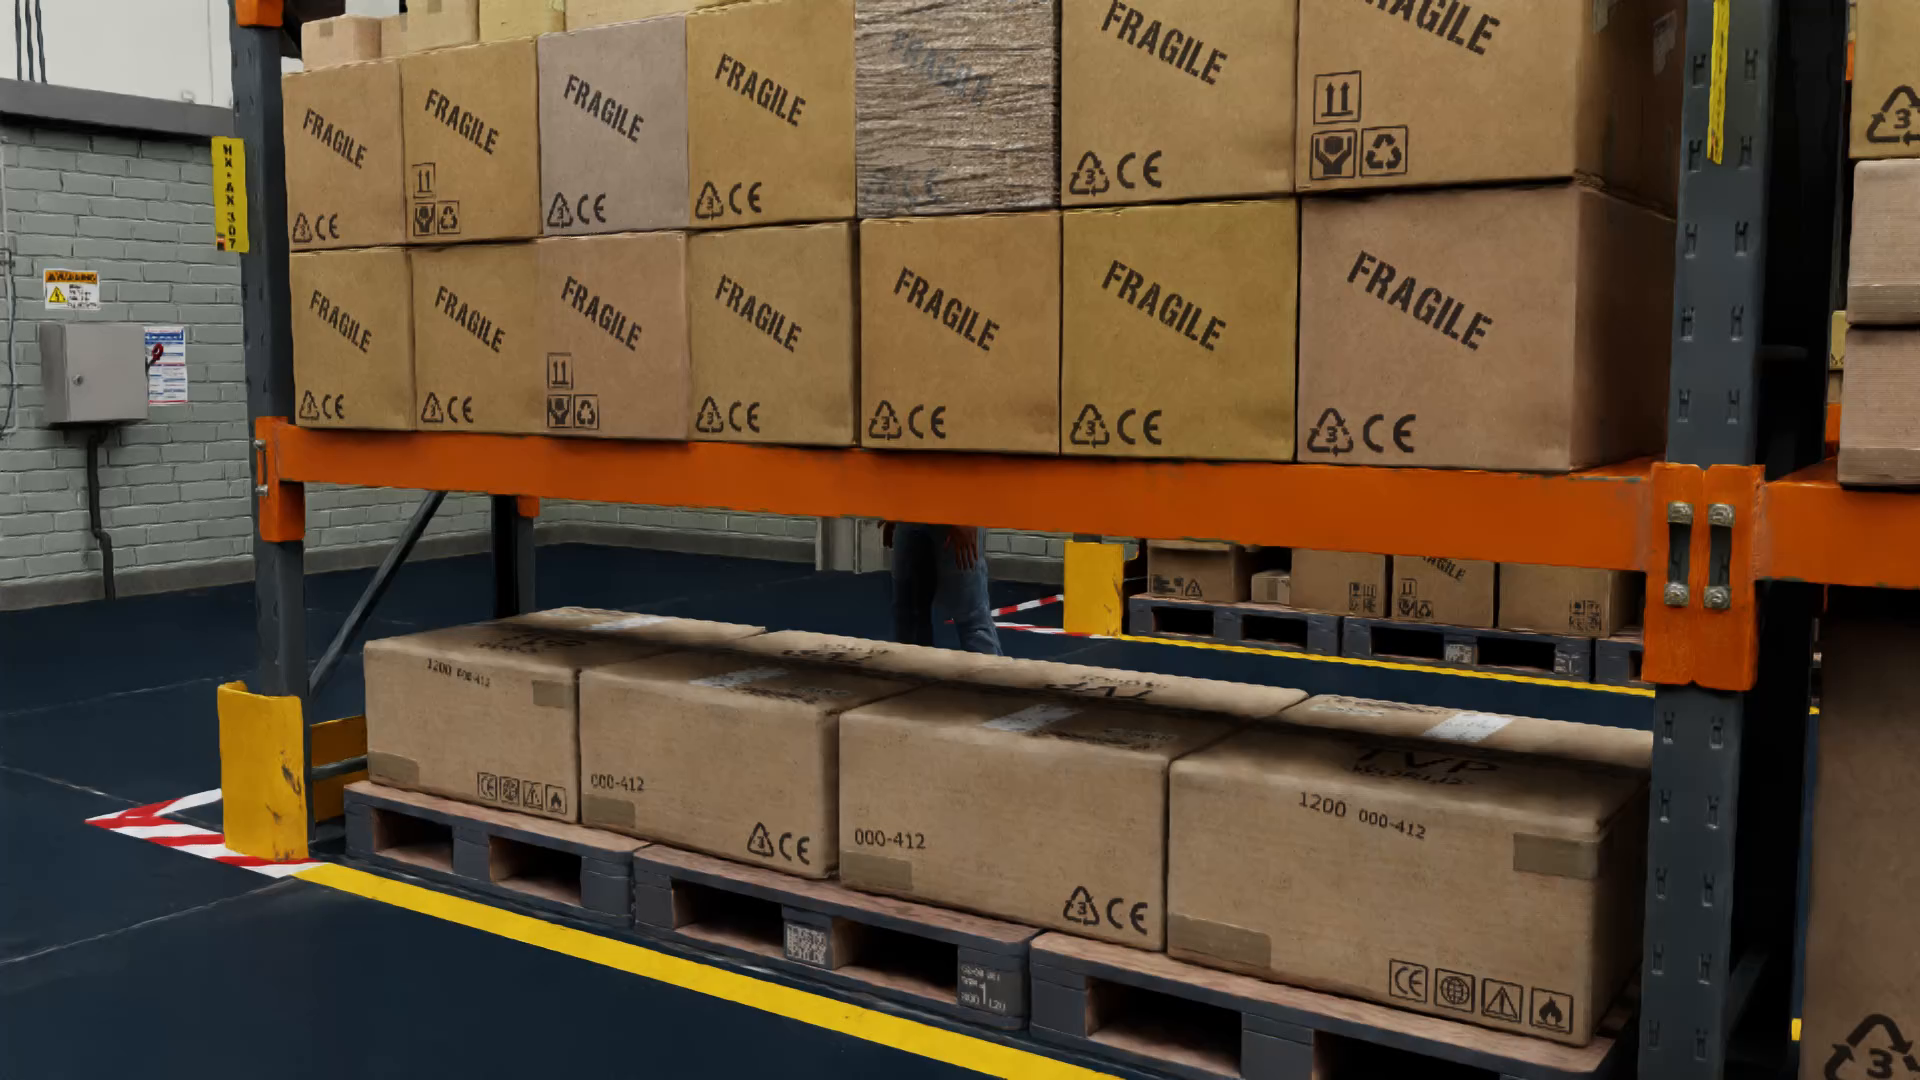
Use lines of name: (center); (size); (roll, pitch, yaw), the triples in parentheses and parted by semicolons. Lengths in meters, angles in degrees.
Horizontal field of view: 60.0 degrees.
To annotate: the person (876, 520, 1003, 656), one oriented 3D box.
person: (-0.136, -0.097, 6.332); (0.572, 1.763, 0.675); (-4, 7, -31)
